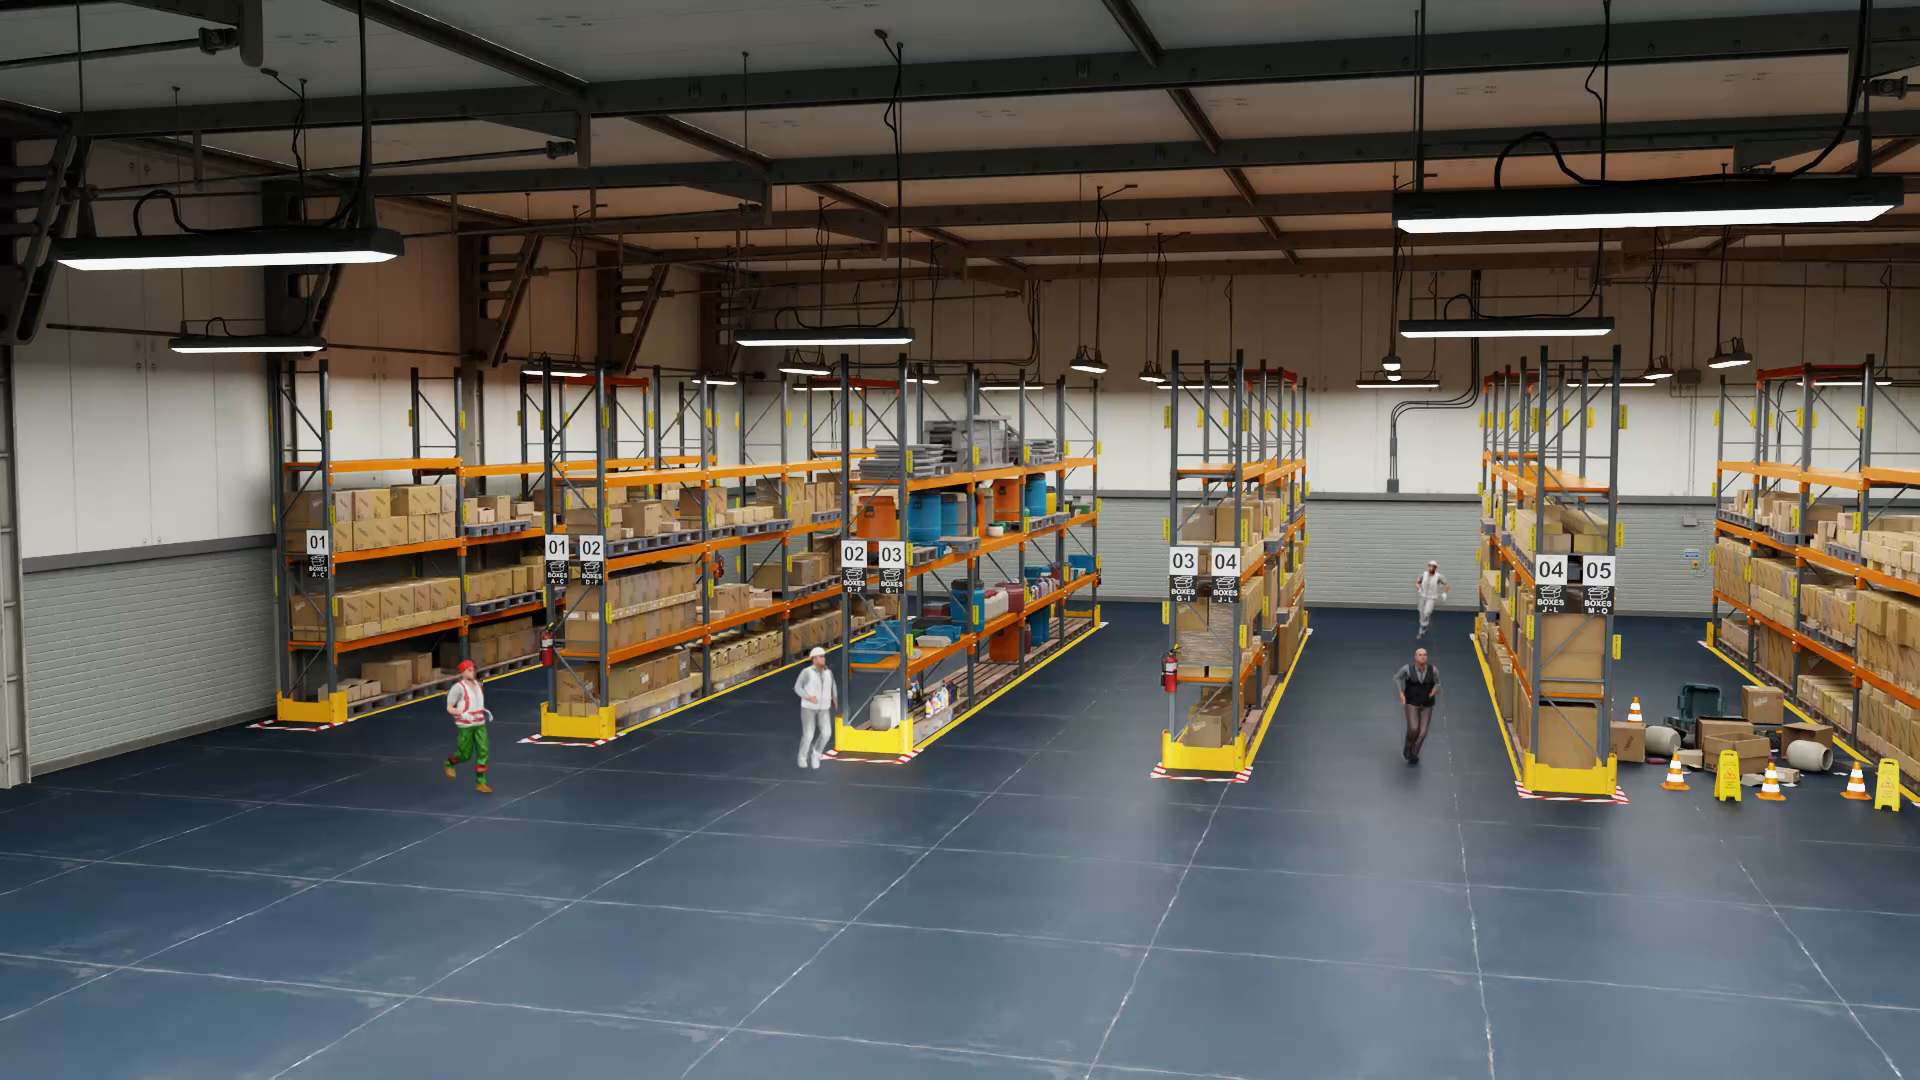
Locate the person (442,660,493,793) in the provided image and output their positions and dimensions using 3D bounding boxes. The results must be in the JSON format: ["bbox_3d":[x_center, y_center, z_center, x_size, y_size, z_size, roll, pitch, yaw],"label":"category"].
[{"bbox_3d":[-6.639,2.501,22.473,0.904,1.767,0.665,3,5,35],"label":"person"}]

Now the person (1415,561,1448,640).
[{"bbox_3d":[10.757,1.367,38.083,0.728,1.811,0.808,3,5,34],"label":"person"}]

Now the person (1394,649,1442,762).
[{"bbox_3d":[6.683,2.415,24.198,0.659,1.679,0.642,0,4,2],"label":"person"}]

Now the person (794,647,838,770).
[{"bbox_3d":[-2.034,2.417,23.901,0.722,1.748,0.609,-2,5,-28],"label":"person"}]
